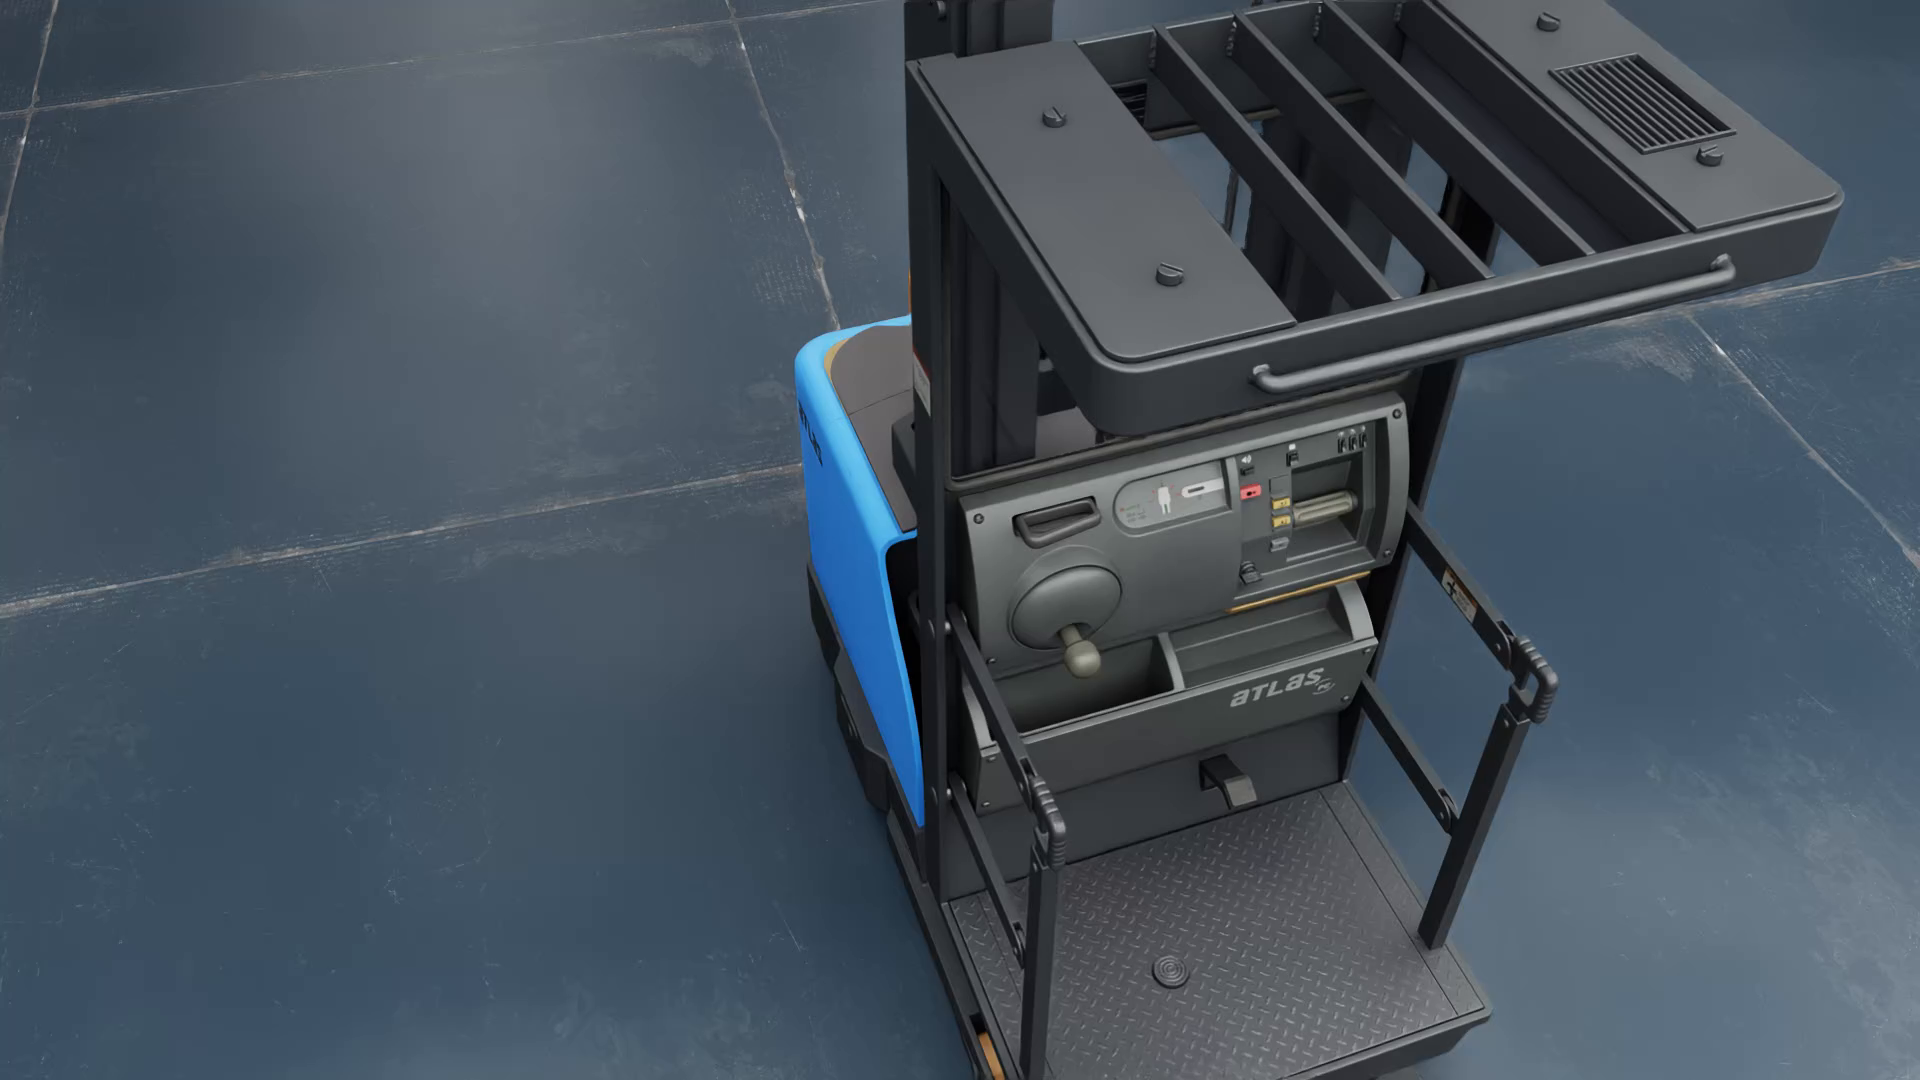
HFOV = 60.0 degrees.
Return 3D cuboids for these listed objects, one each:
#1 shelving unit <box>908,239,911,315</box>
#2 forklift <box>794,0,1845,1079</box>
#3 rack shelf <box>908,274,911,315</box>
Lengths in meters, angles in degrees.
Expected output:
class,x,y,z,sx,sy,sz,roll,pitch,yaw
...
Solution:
class,x,y,z,sx,sy,sz,roll,pitch,yaw
shelving unit,-0.014,-0.404,4.911,0.215,1.050,0.252,-11,47,-10
forklift,0.531,0.088,3.112,1.130,2.935,3.031,-14,47,-14
rack shelf,-0.014,-0.596,4.716,0.215,0.259,0.240,-11,47,-10
